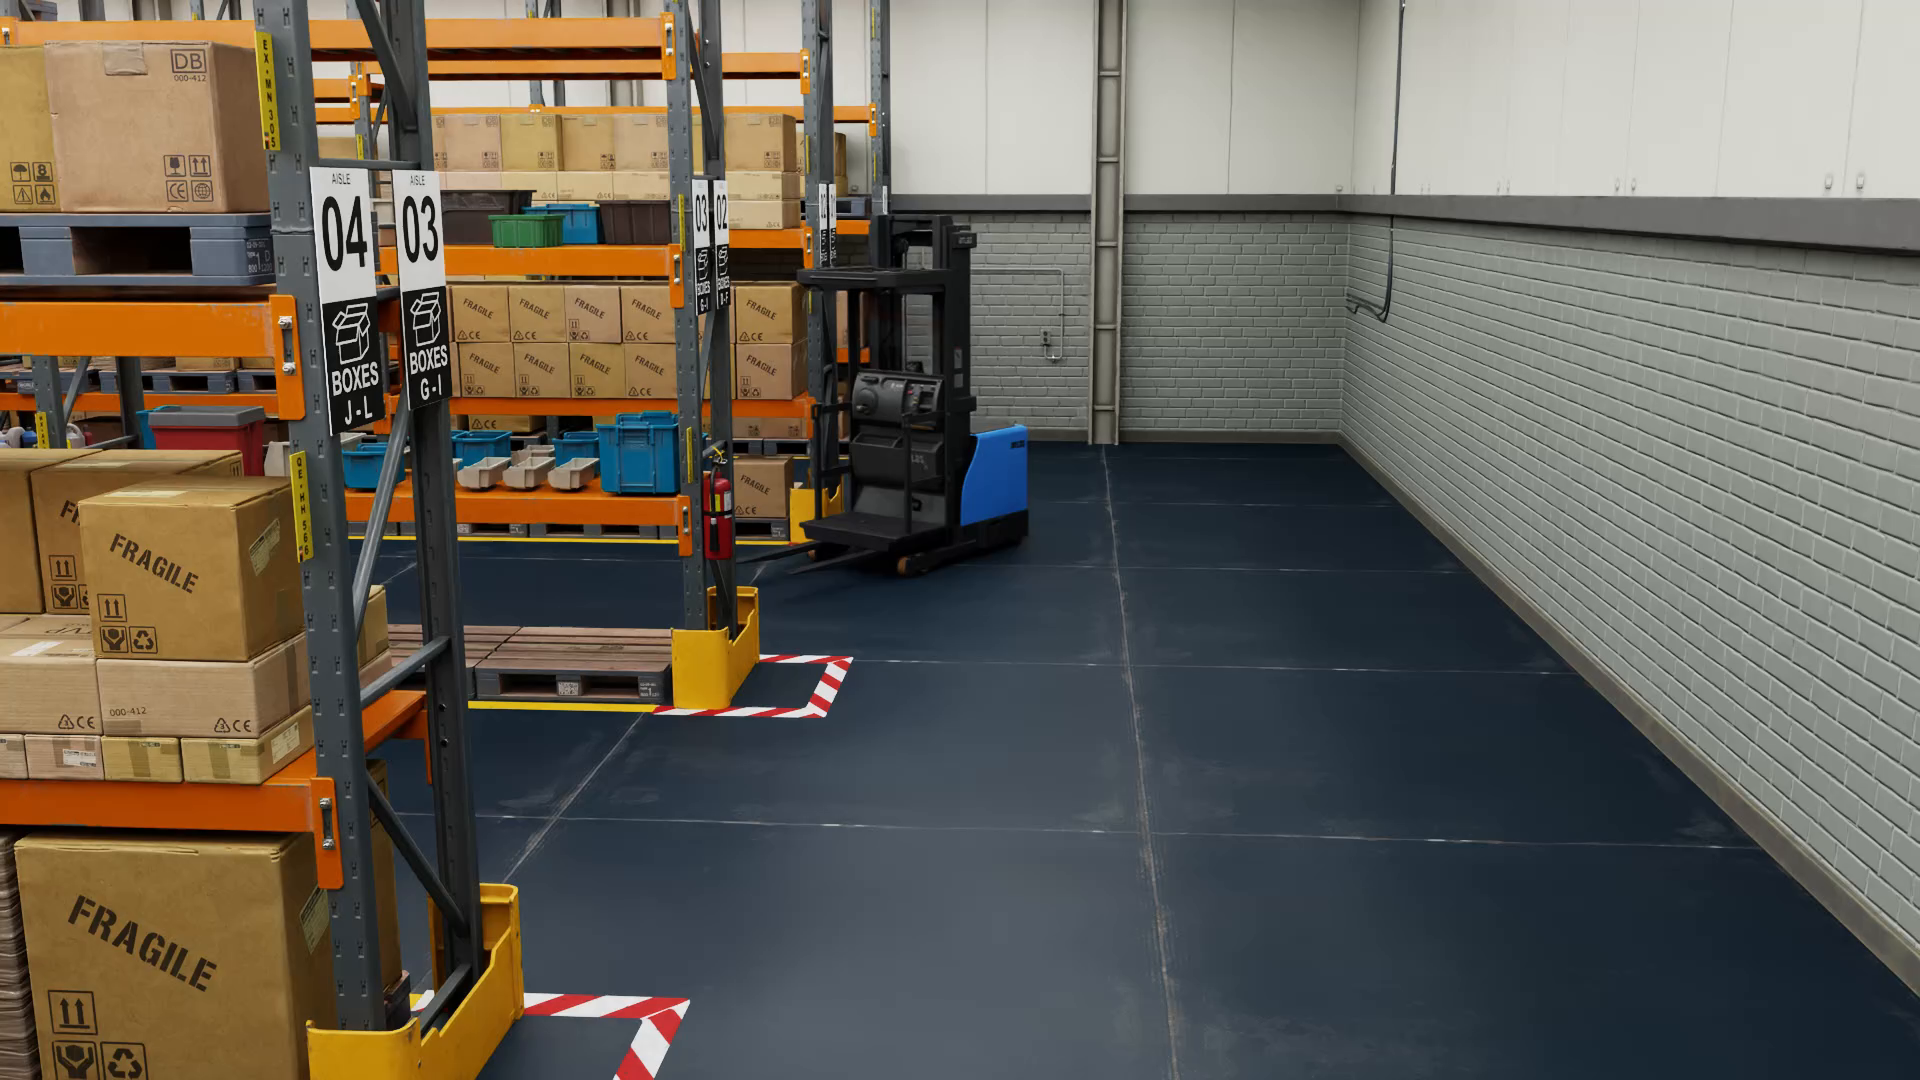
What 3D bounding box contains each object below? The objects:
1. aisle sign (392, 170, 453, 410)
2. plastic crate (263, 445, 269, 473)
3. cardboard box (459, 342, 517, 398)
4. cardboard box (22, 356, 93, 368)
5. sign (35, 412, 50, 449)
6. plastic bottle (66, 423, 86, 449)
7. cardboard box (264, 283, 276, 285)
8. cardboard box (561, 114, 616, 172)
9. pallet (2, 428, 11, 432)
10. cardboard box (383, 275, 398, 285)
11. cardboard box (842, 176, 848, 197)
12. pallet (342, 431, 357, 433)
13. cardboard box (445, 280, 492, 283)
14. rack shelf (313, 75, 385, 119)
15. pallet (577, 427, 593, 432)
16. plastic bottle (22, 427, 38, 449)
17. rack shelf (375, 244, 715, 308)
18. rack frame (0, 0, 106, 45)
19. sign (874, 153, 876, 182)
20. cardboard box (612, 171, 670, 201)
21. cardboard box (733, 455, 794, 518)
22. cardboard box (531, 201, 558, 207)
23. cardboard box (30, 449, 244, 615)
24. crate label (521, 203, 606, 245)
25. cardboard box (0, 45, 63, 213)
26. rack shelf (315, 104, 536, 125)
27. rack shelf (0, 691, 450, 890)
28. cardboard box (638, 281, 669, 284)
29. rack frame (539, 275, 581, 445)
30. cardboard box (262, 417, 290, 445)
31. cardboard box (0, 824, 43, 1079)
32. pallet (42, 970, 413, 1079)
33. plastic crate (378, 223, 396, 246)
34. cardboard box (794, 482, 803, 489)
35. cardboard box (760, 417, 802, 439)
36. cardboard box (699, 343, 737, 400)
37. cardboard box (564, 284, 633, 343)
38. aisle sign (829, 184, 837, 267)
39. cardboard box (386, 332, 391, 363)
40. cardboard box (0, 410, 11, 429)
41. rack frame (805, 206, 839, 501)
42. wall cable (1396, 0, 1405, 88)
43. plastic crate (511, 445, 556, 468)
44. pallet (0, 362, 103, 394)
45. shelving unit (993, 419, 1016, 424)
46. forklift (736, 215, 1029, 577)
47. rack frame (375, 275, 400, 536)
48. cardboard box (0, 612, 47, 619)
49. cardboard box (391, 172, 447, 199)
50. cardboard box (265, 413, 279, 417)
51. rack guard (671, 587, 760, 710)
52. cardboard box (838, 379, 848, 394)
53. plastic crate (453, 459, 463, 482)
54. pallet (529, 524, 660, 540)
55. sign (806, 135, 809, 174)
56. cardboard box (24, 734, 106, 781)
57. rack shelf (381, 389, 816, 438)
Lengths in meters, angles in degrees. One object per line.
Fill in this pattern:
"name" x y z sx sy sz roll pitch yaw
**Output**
"aisle sign" -1.834 -0.861 5.690 0.004 0.787 0.394 1 12 4
"plastic crate" -4.451 -0.529 10.978 0.590 0.125 0.437 1 12 4
"cardboard box" -4.250 -1.587 15.264 0.500 0.500 0.500 1 12 5
"cardboard box" -8.607 -1.930 15.881 0.500 0.500 0.700 -3 12 -15
"sign" -5.625 -0.618 10.201 0.005 0.325 0.100 1 12 4
"plastic bottle" -5.956 -0.642 11.114 0.185 0.351 0.144 1 12 4
"cardboard box" -8.451 -3.185 20.301 0.500 0.250 0.500 1 12 5
"cardboard box" -3.266 -3.597 15.108 0.500 0.500 0.700 1 12 4
"pallet" -12.129 -1.353 21.202 1.213 0.211 1.003 1 12 4
"cardboard box" -6.934 -3.167 20.212 0.500 0.250 0.500 1 12 3
"cardboard box" -1.645 -4.273 20.123 0.500 0.250 0.500 1 12 7
"pallet" -8.134 -1.282 20.864 1.213 0.211 1.003 1 12 4
"cardboard box" -4.730 -2.191 15.711 0.500 0.500 0.500 1 12 4
"rack shelf" -7.247 -4.022 15.235 4.000 0.370 1.077 1 12 4
"pallet" -4.171 -1.227 20.602 1.213 0.211 1.003 1 12 4
"plastic bottle" -6.270 -0.625 11.225 0.097 0.271 0.097 0 12 0
"rack shelf" -3.591 -1.683 10.403 4.000 0.370 1.077 1 12 4
"rack frame" -5.586 -3.531 10.153 0.127 3.000 1.000 1 12 4
"sign" -0.983 -4.316 19.262 0.005 0.325 0.100 1 12 4
"cardboard box" -2.788 -3.161 14.853 0.500 0.250 0.500 1 12 4
"cardboard box" -1.819 -0.501 15.348 0.500 0.500 0.500 1 12 4
"cardboard box" -3.785 -2.929 14.968 0.500 0.250 0.500 1 12 4
"cardboard box" -2.886 -0.036 5.904 0.500 0.500 0.500 0 12 2
"crate label" -2.494 -2.014 10.589 0.502 0.251 0.408 1 12 4
"cardboard box" -3.002 -1.328 5.434 0.500 0.500 0.700 0 12 2
"rack shelf" -6.920 -5.035 20.074 4.000 0.370 1.077 1 12 4
"rack shelf" -3.922 0.797 5.873 4.000 0.370 1.077 1 12 4
"cardboard box" -2.706 -2.164 15.581 0.500 0.500 0.500 1 12 5
"rack frame" -4.924 -2.619 20.442 0.127 3.000 1.000 1 12 4
"cardboard box" -6.716 -1.036 16.073 0.500 0.250 0.500 1 12 4
"cardboard box" -3.478 1.301 5.866 0.875 0.875 0.875 1 12 4
"pallet" -2.729 1.842 5.929 1.213 0.211 1.003 1 12 4
"plastic crate" -3.673 -1.857 10.118 0.530 0.136 0.437 1 12 4
"cardboard box" -1.655 -0.448 15.952 0.250 0.149 0.380 1 12 4
"cardboard box" -2.137 -1.542 20.374 0.500 0.500 0.700 1 12 4
"cardboard box" -2.243 -1.558 15.126 0.500 0.500 0.500 1 12 4
"cardboard box" -3.257 -2.060 15.086 0.500 0.500 0.500 1 12 6
"aisle sign" -1.173 -2.883 15.359 0.004 0.787 0.394 1 12 4
"cardboard box" -5.709 -1.913 15.800 0.500 0.500 0.700 -3 12 -15
"cardboard box" -12.171 -1.713 21.145 0.500 0.500 0.700 1 12 6
"rack frame" -1.260 -1.552 15.343 0.127 3.000 1.000 1 12 4
"wall cable" 4.506 -5.749 16.006 0.112 2.526 3.097 1 12 4
"plastic crate" -2.811 -0.541 11.010 0.298 0.136 0.250 1 12 4
"pallet" -8.562 -1.572 15.910 1.003 0.211 1.213 1 12 4
"shelving unit" 0.358 -0.583 15.471 0.252 1.050 0.215 9 15 36
"forklift" -0.666 -1.241 14.025 1.130 2.935 3.031 9 15 36
"rack frame" -5.251 -1.607 15.604 0.127 3.000 1.000 1 12 4
"cardboard box" -3.407 0.325 6.012 0.500 0.250 0.500 0 12 2
"cardboard box" -4.783 -3.189 14.987 0.500 0.250 0.500 1 12 4
"cardboard box" -8.190 -1.790 20.705 0.750 0.750 0.750 1 12 3
"rack guard" -1.570 0.681 10.772 0.348 0.500 1.175 1 12 4
"cardboard box" -1.500 -1.892 20.463 0.250 0.149 0.380 1 12 4
"plastic crate" -3.285 -0.420 10.431 0.250 0.136 0.298 1 12 4
"pallet" -3.346 -0.216 15.767 1.213 0.211 1.003 1 12 4
"sign" -1.317 -3.340 14.404 0.005 0.325 0.100 1 12 4
"cardboard box" -2.815 0.650 5.428 0.250 0.149 0.380 1 12 4
"rack shelf" -3.256 -1.227 15.547 4.000 0.370 1.077 1 12 4
